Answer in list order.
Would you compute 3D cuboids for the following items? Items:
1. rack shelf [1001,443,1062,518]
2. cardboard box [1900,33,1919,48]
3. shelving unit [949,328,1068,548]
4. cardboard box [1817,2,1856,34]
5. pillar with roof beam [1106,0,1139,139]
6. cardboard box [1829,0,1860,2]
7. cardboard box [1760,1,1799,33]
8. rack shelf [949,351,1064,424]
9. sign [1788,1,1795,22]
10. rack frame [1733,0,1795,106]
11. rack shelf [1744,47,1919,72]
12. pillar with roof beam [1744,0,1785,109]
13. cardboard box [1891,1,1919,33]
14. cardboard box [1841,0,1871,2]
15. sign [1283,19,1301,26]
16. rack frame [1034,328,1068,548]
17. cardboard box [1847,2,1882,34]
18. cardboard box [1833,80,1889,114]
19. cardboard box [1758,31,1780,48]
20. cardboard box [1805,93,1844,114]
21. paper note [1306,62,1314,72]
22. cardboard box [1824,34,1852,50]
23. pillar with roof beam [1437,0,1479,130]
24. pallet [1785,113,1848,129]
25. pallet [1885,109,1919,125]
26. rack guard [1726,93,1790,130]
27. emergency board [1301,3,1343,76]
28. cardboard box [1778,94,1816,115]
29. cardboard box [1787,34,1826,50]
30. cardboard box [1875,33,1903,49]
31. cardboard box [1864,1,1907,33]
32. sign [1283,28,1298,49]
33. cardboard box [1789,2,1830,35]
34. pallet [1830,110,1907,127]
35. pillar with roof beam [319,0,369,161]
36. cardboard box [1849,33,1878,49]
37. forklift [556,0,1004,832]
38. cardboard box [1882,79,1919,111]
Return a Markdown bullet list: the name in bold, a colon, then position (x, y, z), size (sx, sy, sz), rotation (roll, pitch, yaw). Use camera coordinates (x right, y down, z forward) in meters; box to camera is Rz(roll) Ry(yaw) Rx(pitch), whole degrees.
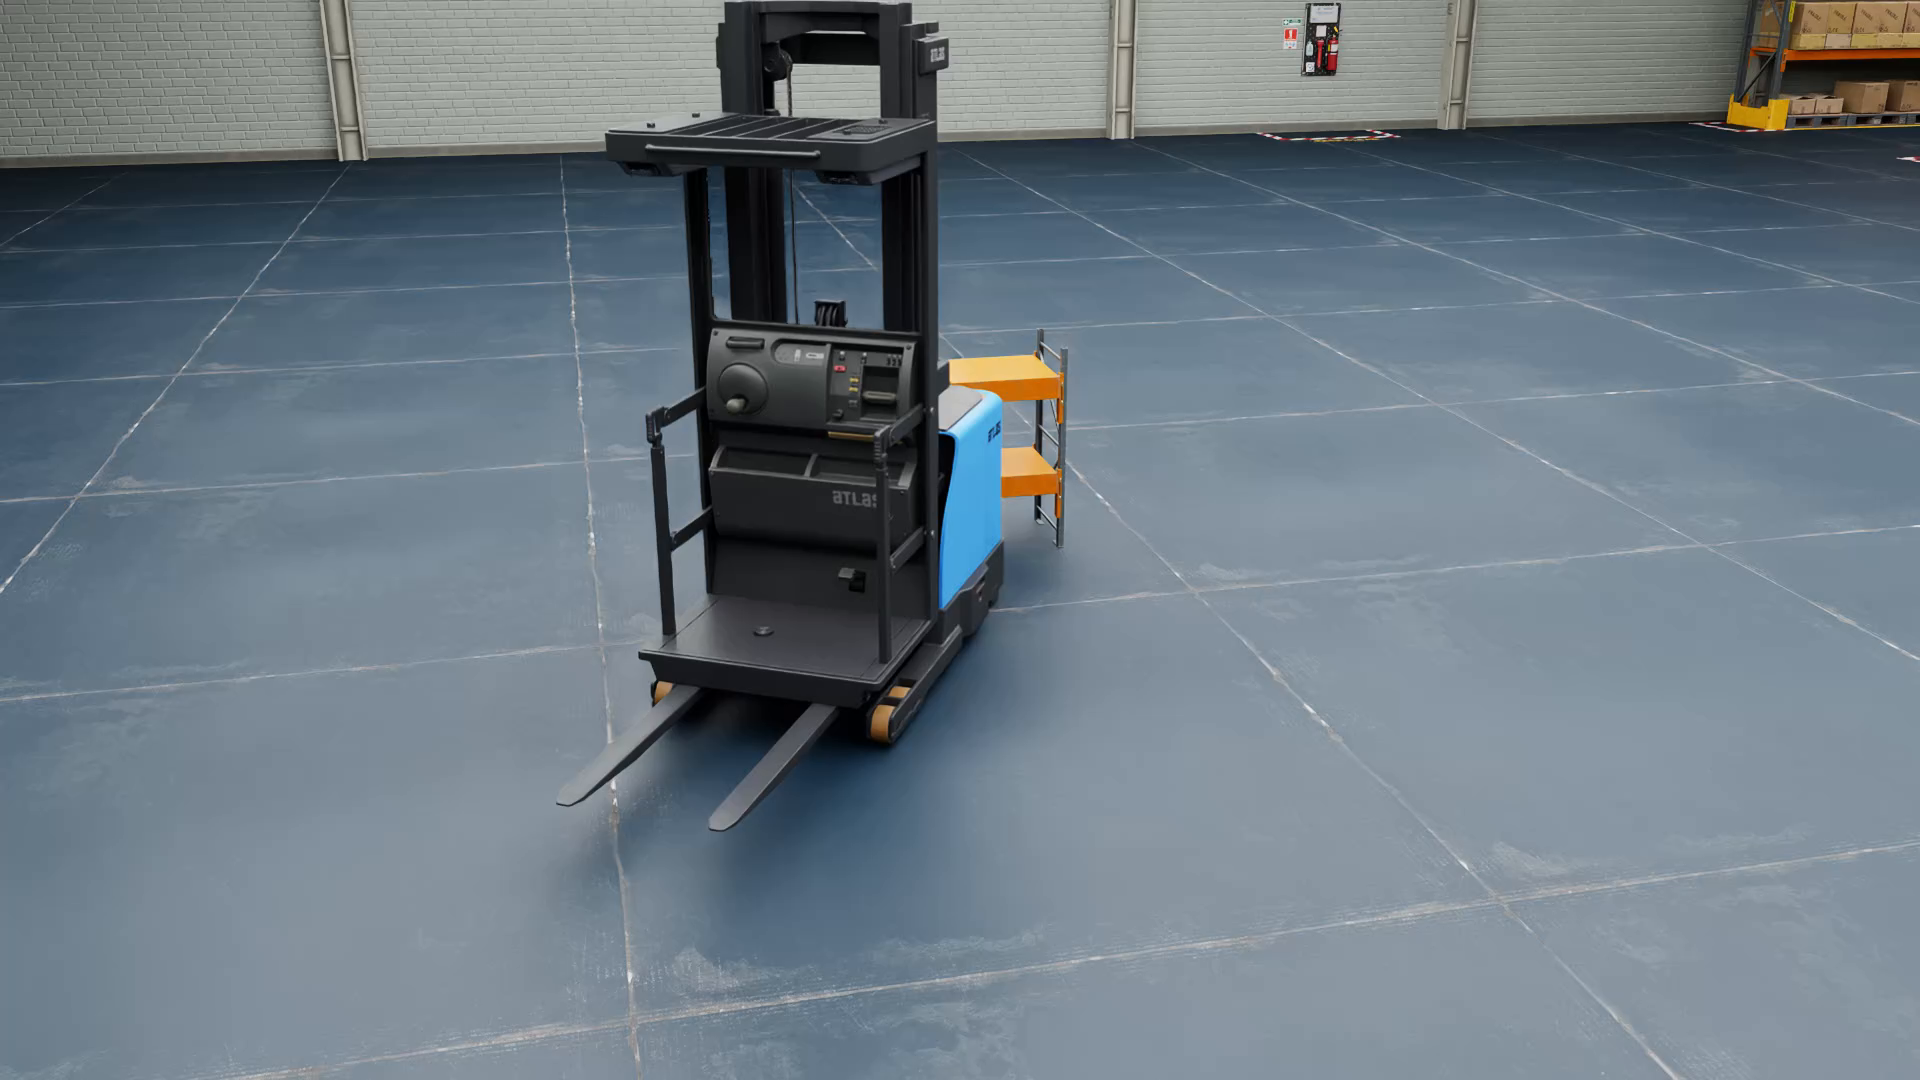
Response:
- **rack shelf**: position (0.007, -0.299, 9.207), size (1.000, 0.278, 0.538), rotation (-5, 21, -12)
- **cardboard box**: position (16.359, -8.678, 28.832), size (0.500, 0.250, 0.500), rotation (-5, 21, -13)
- **shelving unit**: position (0.007, -0.529, 9.123), size (1.048, 1.125, 0.538), rotation (-5, 21, -12)
- **cardboard box**: position (14.847, -8.907, 28.367), size (0.500, 0.500, 0.500), rotation (-5, 21, -12)
- **pillar with roof beam**: position (3.625, -9.414, 21.931), size (0.400, 9.000, 9.100), rotation (-5, 21, -12)
- **cardboard box**: position (15.234, -9.121, 28.953), size (0.500, 0.500, 0.500), rotation (-5, 21, -14)
- **cardboard box**: position (14.240, -9.042, 28.737), size (0.500, 0.500, 0.500), rotation (-5, 21, -13)
- **rack shelf**: position (0.007, -0.804, 9.022), size (1.000, 0.278, 0.538), rotation (-5, 21, -12)
- **sign**: position (13.955, -8.868, 27.903), size (0.005, 0.325, 0.100), rotation (-5, 21, -12)
- **rack frame**: position (13.830, -8.643, 28.548), size (0.127, 3.000, 1.000), rotation (-5, 21, -12)
- **rack shelf**: position (15.777, -8.463, 29.104), size (4.000, 0.370, 1.077), rotation (-5, 21, -12)
- **pillar with roof beam**: position (15.303, -10.364, 24.524), size (0.400, 9.000, 9.100), rotation (-5, 21, -12)
- **cardboard box**: position (16.357, -9.032, 28.709), size (0.500, 0.500, 0.500), rotation (-5, 21, -14)
- **cardboard box**: position (15.724, -9.161, 29.061), size (0.500, 0.500, 0.500), rotation (-4, 21, -12)
- **sign**: position (5.504, -8.584, 27.564), size (0.331, 0.109, 0.001), rotation (-5, 21, -12)
- **rack frame**: position (0.501, -0.569, 9.232), size (0.032, 1.125, 0.500), rotation (-5, 21, -12)
- **cardboard box**: position (15.352, -8.946, 28.473), size (0.500, 0.500, 0.500), rotation (-5, 21, -14)
- **cardboard box**: position (15.804, -7.787, 29.205), size (0.500, 0.500, 0.700), rotation (-6, 21, -16)
- **cardboard box**: position (14.241, -8.684, 28.848), size (0.500, 0.250, 0.500), rotation (-4, 21, -12)
- **cardboard box**: position (15.079, -7.657, 29.125), size (0.500, 0.311, 0.500), rotation (-3, 20, -8)
- **paper note**: position (5.872, -7.925, 27.870), size (0.142, 0.148, 0.016), rotation (-5, 21, -12)
- **cardboard box**: position (14.880, -8.560, 28.511), size (0.500, 0.250, 0.500), rotation (-5, 21, -14)
- **pillar with roof beam**: position (9.464, -9.889, 23.227), size (0.400, 9.000, 9.100), rotation (-5, 21, -12)
- **pallet**: position (14.703, -7.392, 29.187), size (1.213, 0.211, 1.003), rotation (-5, 21, -12)
- **pallet**: position (17.077, -7.585, 29.714), size (1.213, 0.211, 1.003), rotation (-5, 21, -12)
- **rack guard**: position (13.904, -7.475, 28.994), size (0.348, 0.500, 1.175), rotation (-5, 21, -12)
- **emergency board**: position (6.060, -8.330, 27.694), size (0.643, 1.169, 0.194), rotation (-5, 21, -12)
- **cardboard box**: position (14.524, -7.611, 29.002), size (0.500, 0.311, 0.500), rotation (-7, 21, -19)
- **cardboard box**: position (14.378, -8.514, 28.385), size (0.500, 0.250, 0.500), rotation (-5, 21, -14)
- **cardboard box**: position (15.870, -8.638, 28.722), size (0.500, 0.250, 0.500), rotation (-4, 21, -12)
- **cardboard box**: position (15.851, -8.990, 28.596), size (0.500, 0.500, 0.500), rotation (-4, 20, -11)
- **sign**: position (5.498, -8.338, 27.662), size (0.234, 0.329, 0.001), rotation (-5, 21, -12)
- **cardboard box**: position (14.364, -8.871, 28.270), size (0.500, 0.500, 0.500), rotation (-5, 21, -12)
- **pallet**: position (15.888, -7.487, 29.447), size (1.213, 0.211, 1.003), rotation (-5, 21, -12)
- **pillar with roof beam**: position (-8.053, -8.464, 19.338), size (0.400, 9.000, 9.100), rotation (-5, 21, -12)
- **cardboard box**: position (15.377, -8.598, 28.615), size (0.500, 0.250, 0.500), rotation (-5, 21, -13)
- **forklift**: position (-0.703, -0.672, 6.889), size (1.130, 2.935, 3.031), rotation (6, 21, 16)
- **cardboard box**: position (16.722, -7.897, 29.505), size (0.500, 0.500, 0.500), rotation (-6, 21, -17)
